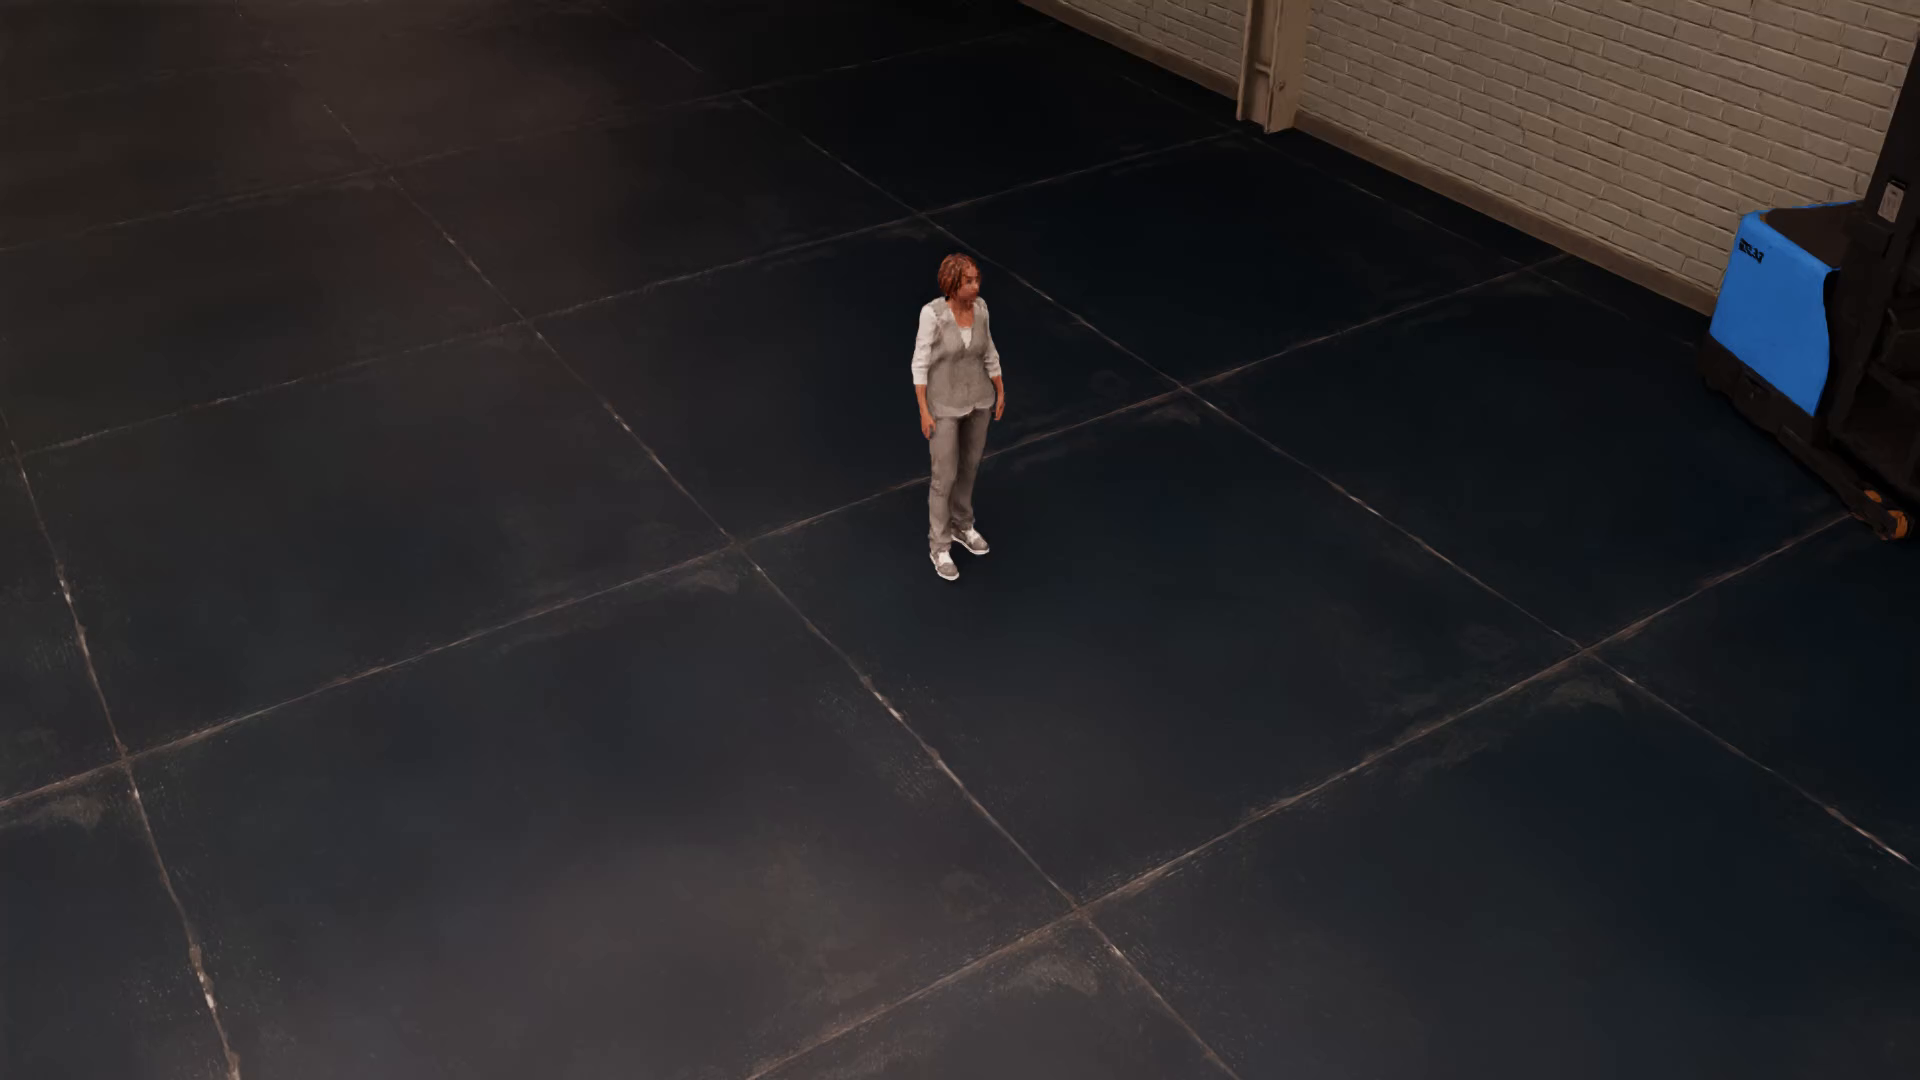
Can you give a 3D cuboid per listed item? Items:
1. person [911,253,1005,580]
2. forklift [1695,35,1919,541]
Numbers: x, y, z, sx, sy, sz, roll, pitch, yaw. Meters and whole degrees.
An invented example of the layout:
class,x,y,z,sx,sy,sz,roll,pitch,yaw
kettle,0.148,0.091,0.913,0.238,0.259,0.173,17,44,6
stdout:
class,x,y,z,sx,sy,sz,roll,pitch,yaw
person,0.029,-0.619,8.177,0.521,1.597,0.474,-21,40,-27
forklift,5.276,-1.435,8.190,1.130,2.935,3.031,-8,36,-11
